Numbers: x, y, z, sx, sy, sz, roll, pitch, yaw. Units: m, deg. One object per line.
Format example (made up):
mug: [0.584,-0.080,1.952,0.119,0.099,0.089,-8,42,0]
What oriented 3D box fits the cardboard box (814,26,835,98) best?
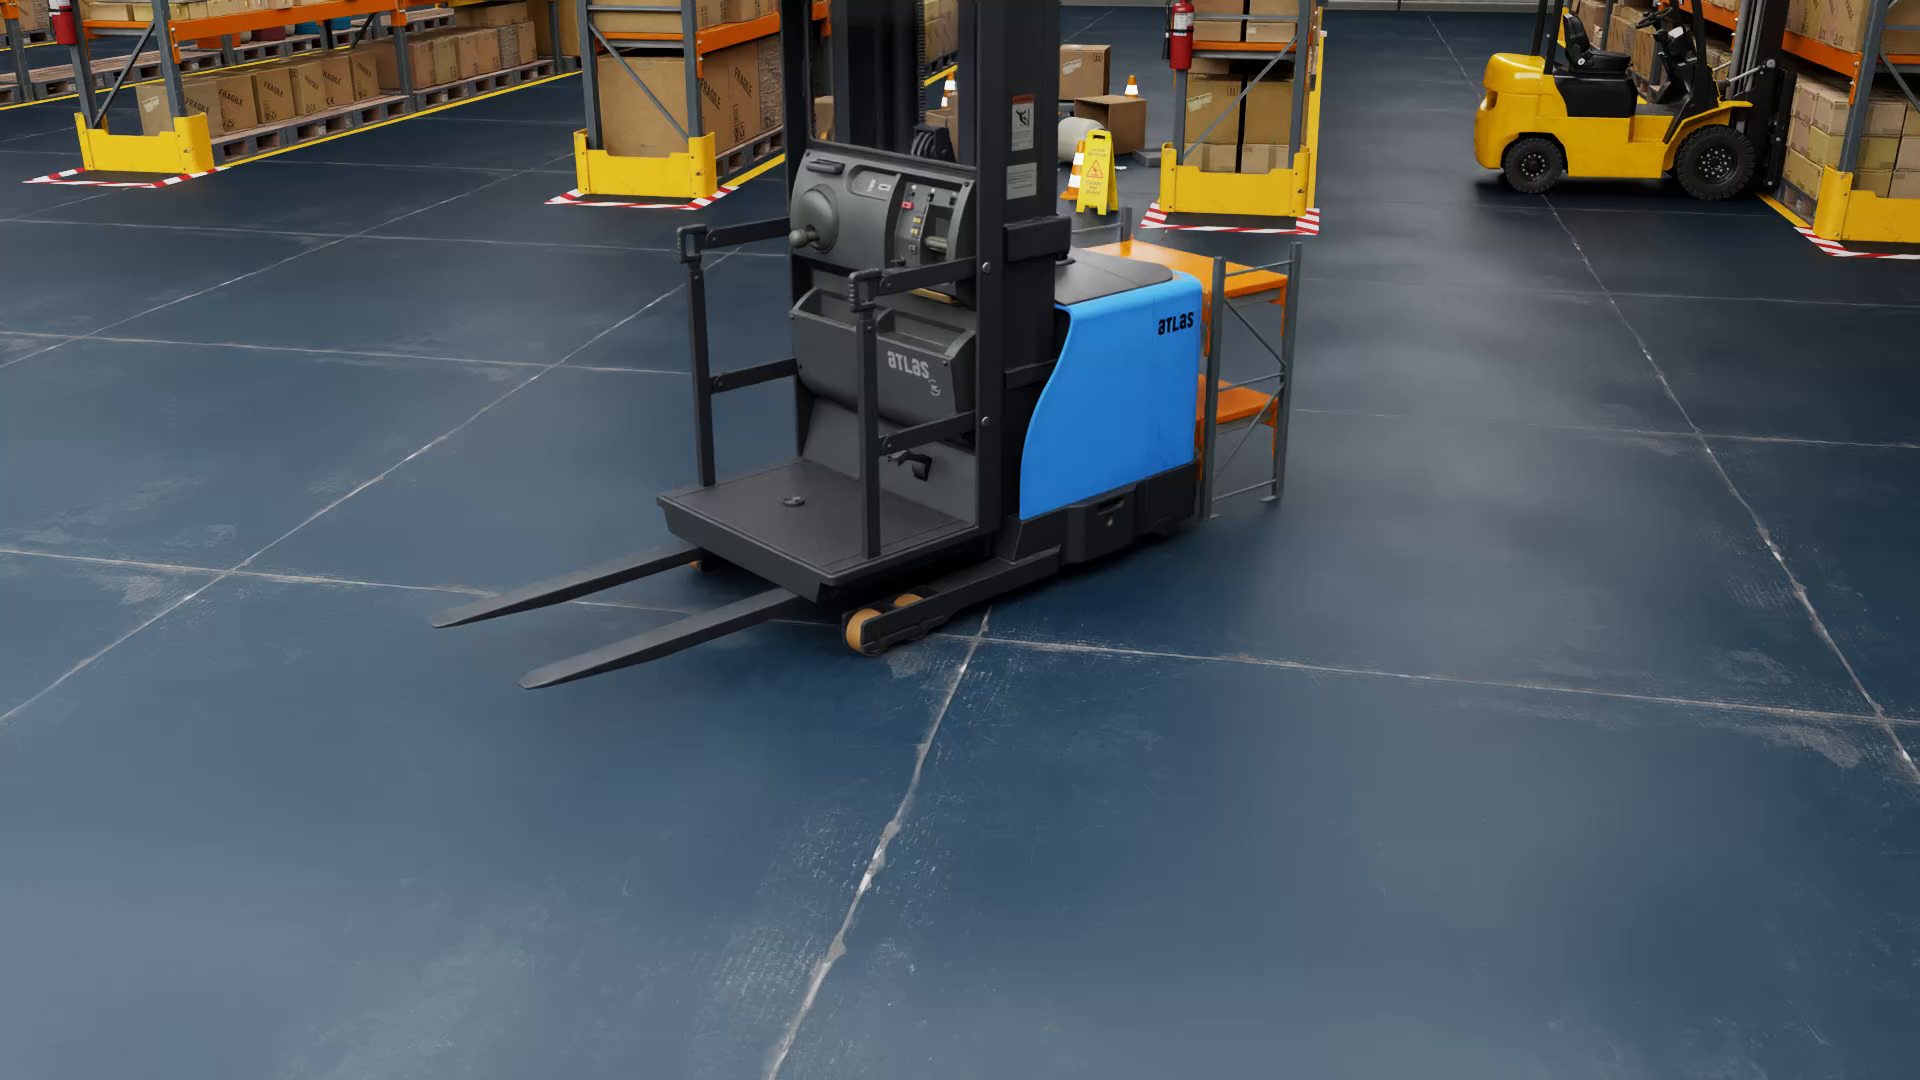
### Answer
cardboard box: [-1.815,-5.229,18.271,1.050,0.750,0.750,4,22,11]

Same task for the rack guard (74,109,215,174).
rack guard: [-7.489,-3.664,15.283,1.175,0.500,0.348,4,22,11]

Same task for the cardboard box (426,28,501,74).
cardboard box: [-6.199,-6.108,20.762,0.700,0.500,0.500,6,23,15]

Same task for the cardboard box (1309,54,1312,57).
cardboard box: [3.053,-4.348,15.749,0.500,0.500,0.500,5,22,12]

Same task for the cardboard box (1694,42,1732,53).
cardboard box: [8.286,-4.970,17.795,0.875,0.625,0.625,4,22,9]

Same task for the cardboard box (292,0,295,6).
cardboard box: [-6.891,-5.408,16.604,0.380,0.149,0.250,4,22,11]

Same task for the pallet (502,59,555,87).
pallet: [-6.033,-6.143,21.823,1.003,0.211,1.213,4,22,11]

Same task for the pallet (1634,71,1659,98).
pallet: [8.879,-5.566,20.392,1.003,0.211,1.213,4,22,11]

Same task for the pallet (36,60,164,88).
pallet: [-11.168,-6.081,21.670,1.003,0.211,1.213,4,22,11]

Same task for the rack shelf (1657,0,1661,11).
rack shelf: [9.098,-6.987,21.151,1.077,0.370,4.000,4,22,11]

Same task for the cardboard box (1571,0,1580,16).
cardboard box: [10.104,-8.336,26.315,0.797,0.503,0.637,4,22,9]

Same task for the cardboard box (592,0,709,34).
cardboard box: [-2.638,-4.590,14.034,0.875,0.550,0.550,4,22,11]

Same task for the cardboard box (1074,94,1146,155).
cardboard box: [1.463,-4.057,16.255,0.500,0.500,0.500,-16,27,-35]

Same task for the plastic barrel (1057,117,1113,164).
plastic barrel: [1.136,-3.716,15.515,0.421,0.421,0.512,-16,27,-35]

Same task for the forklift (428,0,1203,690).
forklift: [-0.447,-1.170,5.835,3.031,2.935,1.130,-19,29,-39]

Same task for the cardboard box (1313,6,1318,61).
cardboard box: [4.238,-6.748,21.875,0.875,0.875,0.875,5,22,12]

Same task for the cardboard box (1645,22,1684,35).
cardboard box: [8.568,-6.228,20.217,0.380,0.149,0.250,3,22,8]

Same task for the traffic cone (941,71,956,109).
traffic cone: [-0.101,-5.043,18.755,0.336,0.463,0.334,4,22,11]

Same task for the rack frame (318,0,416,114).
rack frame: [-6.688,-6.259,18.380,1.000,3.000,0.127,4,22,11]

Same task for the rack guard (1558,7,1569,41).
rack guard: [10.306,-8.328,26.863,1.175,0.500,0.348,4,22,11]

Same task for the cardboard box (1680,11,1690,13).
cardboard box: [9.490,-6.755,21.527,0.380,0.149,0.250,5,22,12]

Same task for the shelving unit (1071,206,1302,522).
shelving unit: [0.902,-0.809,7.356,0.538,1.125,1.048,-16,27,-35]

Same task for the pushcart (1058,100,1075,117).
pushcart: [0.771,-4.443,17.380,1.648,0.377,0.936,-3,22,-8]

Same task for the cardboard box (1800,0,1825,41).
cardboard box: [7.120,-4.287,13.348,0.500,0.500,0.500,4,22,10]

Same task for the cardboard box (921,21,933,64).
cardboard box: [-0.643,-6.581,21.964,0.500,0.500,0.500,4,22,9]

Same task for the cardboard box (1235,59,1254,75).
cardboard box: [2.423,-4.189,15.355,0.500,0.500,0.500,6,23,14]

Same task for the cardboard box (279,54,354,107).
cardboard box: [-6.919,-4.941,17.891,0.500,0.500,0.500,12,25,28]

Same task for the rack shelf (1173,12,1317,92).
rack shelf: [2.605,-4.438,14.822,1.077,0.370,4.000,4,22,11]

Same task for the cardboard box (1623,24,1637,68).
cardboard box: [8.870,-6.361,21.417,0.500,0.500,0.500,4,22,9]

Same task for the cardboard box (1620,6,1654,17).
cardboard box: [9.191,-7.170,22.558,0.380,0.149,0.250,4,22,9]

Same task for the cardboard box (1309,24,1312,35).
cardboard box: [2.737,-4.306,13.867,0.380,0.149,0.250,5,22,12]

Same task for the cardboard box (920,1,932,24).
cardboard box: [-0.659,-6.924,21.810,0.500,0.250,0.500,3,22,8]

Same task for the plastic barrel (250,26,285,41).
plastic barrel: [-10.407,-7.769,24.794,0.600,0.588,0.708,4,22,11]

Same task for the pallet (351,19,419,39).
pallet: [-9.793,-8.541,27.778,1.003,0.211,1.213,4,22,11]

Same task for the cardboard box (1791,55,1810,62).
cardboard box: [7.962,-4.315,15.333,0.500,0.250,0.500,5,22,12]

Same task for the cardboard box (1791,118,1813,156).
cardboard box: [6.963,-3.199,13.232,0.500,0.250,0.500,4,22,10]

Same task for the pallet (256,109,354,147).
pallet: [-7.037,-4.270,17.173,1.003,0.211,1.213,4,22,11]

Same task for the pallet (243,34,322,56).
pallet: [-10.350,-7.542,25.299,1.003,0.211,1.213,4,22,11]

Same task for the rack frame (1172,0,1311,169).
rack frame: [2.197,-4.041,12.871,1.000,3.000,0.127,4,22,11]

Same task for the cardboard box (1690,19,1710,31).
cardboard box: [9.154,-6.285,20.359,0.380,0.149,0.250,5,22,12]

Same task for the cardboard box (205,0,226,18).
cardboard box: [-7.077,-4.946,15.455,0.380,0.149,0.250,4,22,11]

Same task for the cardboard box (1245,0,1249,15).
cardboard box: [2.145,-4.627,13.796,0.500,0.500,0.500,5,22,11]

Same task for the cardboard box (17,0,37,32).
cardboard box: [-14.887,-8.234,26.040,0.500,0.500,0.500,4,22,9]

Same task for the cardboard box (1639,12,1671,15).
cardboard box: [8.940,-6.694,21.376,0.380,0.149,0.250,5,22,11]

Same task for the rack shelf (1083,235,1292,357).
rack shelf: [0.902,-1.080,7.246,0.538,0.278,1.000,-16,27,-35]

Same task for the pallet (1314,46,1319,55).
pallet: [4.562,-6.848,23.574,1.003,0.211,1.213,4,22,11]

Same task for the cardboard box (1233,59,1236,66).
cardboard box: [2.224,-4.249,14.635,0.380,0.149,0.250,5,23,13]

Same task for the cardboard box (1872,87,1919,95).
cardboard box: [7.439,-3.391,13.039,0.500,0.250,0.500,4,22,11]

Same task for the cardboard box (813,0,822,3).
cardboard box: [-1.917,-5.778,16.984,0.875,0.550,0.550,4,22,11]

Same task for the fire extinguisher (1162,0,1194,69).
fire extinguisher: [1.723,-3.998,12.869,0.296,0.674,0.183,4,22,11]

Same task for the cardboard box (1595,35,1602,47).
cardboard box: [9.332,-7.151,23.848,0.380,0.149,0.250,4,22,9]

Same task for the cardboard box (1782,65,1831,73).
cardboard box: [7.263,-3.988,14.520,0.500,0.250,0.500,5,23,13]

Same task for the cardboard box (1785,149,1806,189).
cardboard box: [6.954,-2.960,13.307,0.500,0.250,0.500,4,22,11]

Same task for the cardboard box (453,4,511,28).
cardboard box: [-6.078,-6.672,21.159,0.500,0.250,0.500,7,23,17]

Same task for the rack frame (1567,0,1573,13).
rack frame: [10.322,-9.515,26.465,1.000,3.000,0.127,4,22,11]

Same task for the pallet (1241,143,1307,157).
pallet: [2.664,-3.514,15.297,1.003,0.211,1.213,4,22,11]
